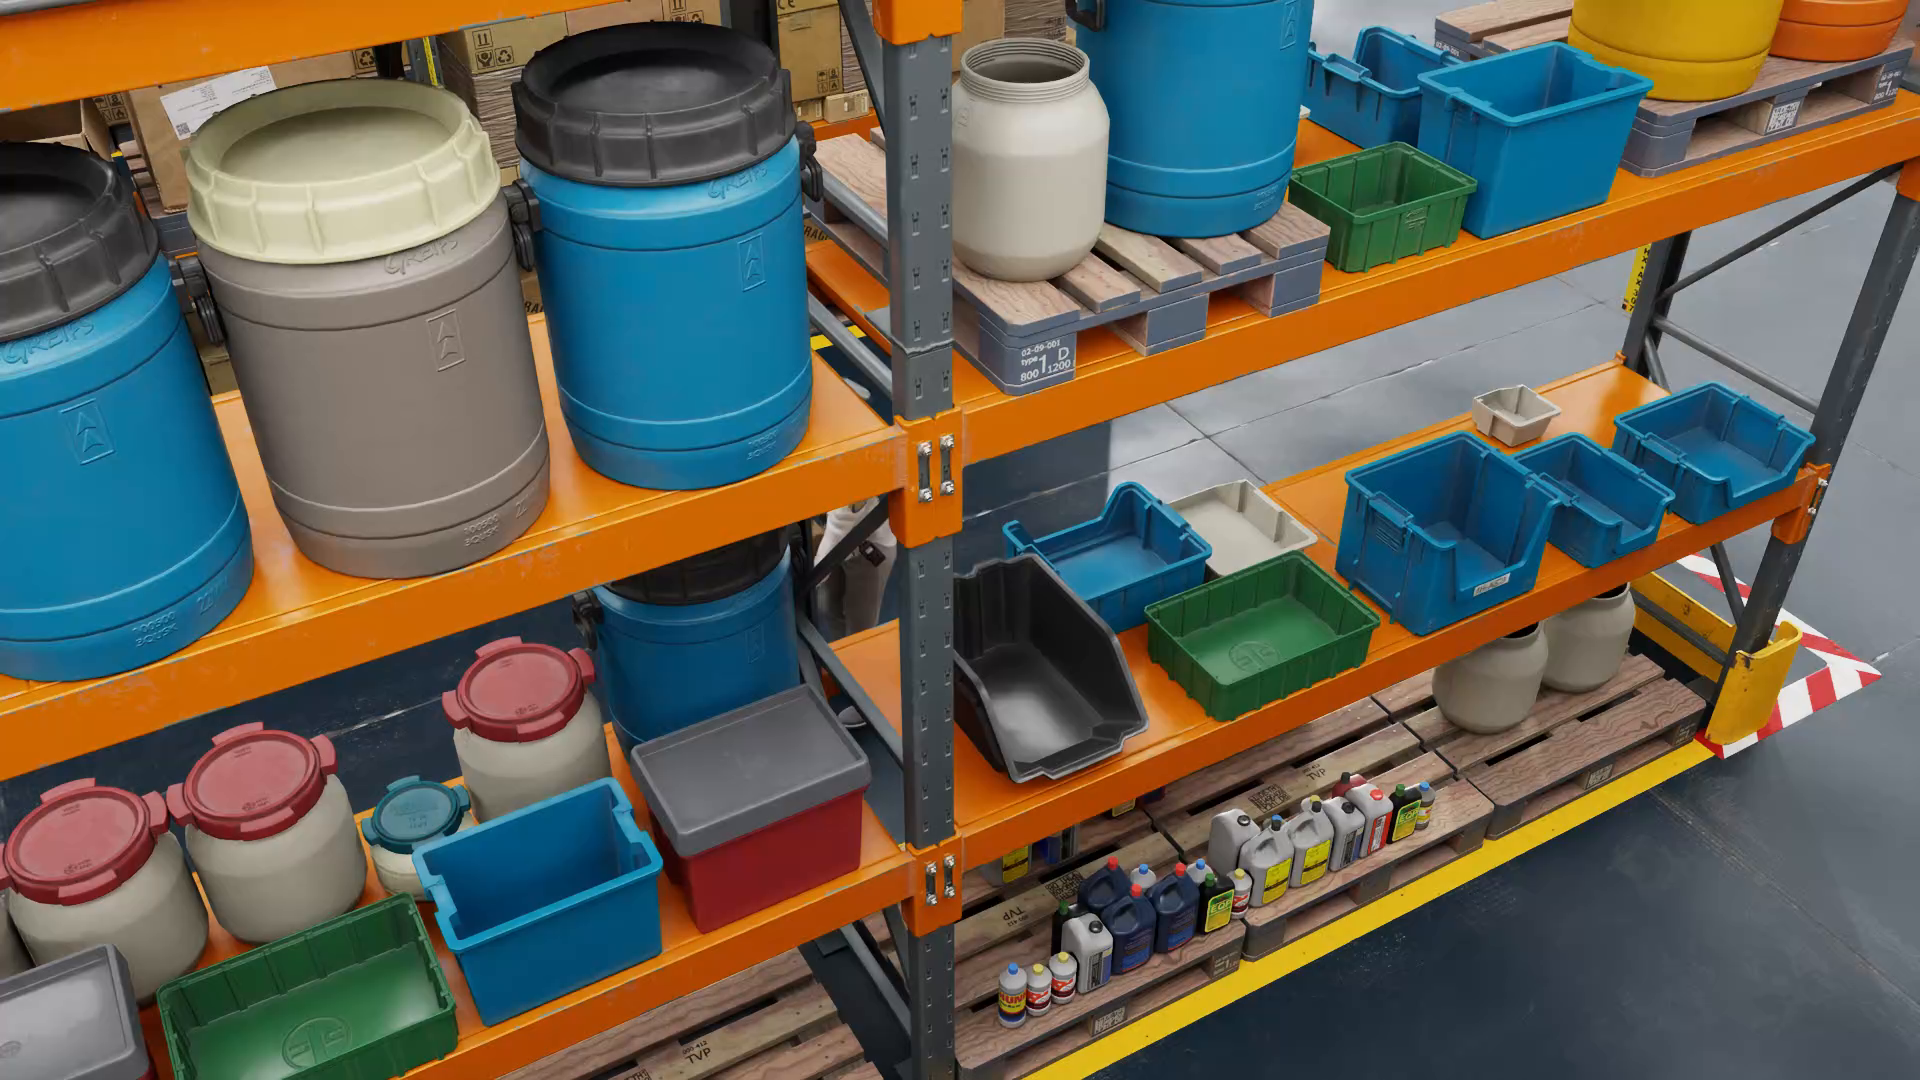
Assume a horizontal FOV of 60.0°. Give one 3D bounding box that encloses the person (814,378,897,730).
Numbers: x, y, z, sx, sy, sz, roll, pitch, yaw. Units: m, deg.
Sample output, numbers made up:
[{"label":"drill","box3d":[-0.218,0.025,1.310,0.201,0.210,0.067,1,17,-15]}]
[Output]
[{"label":"person","box3d":[-0.517,0.070,6.833,0.535,1.674,0.416,-20,41,-24]}]
